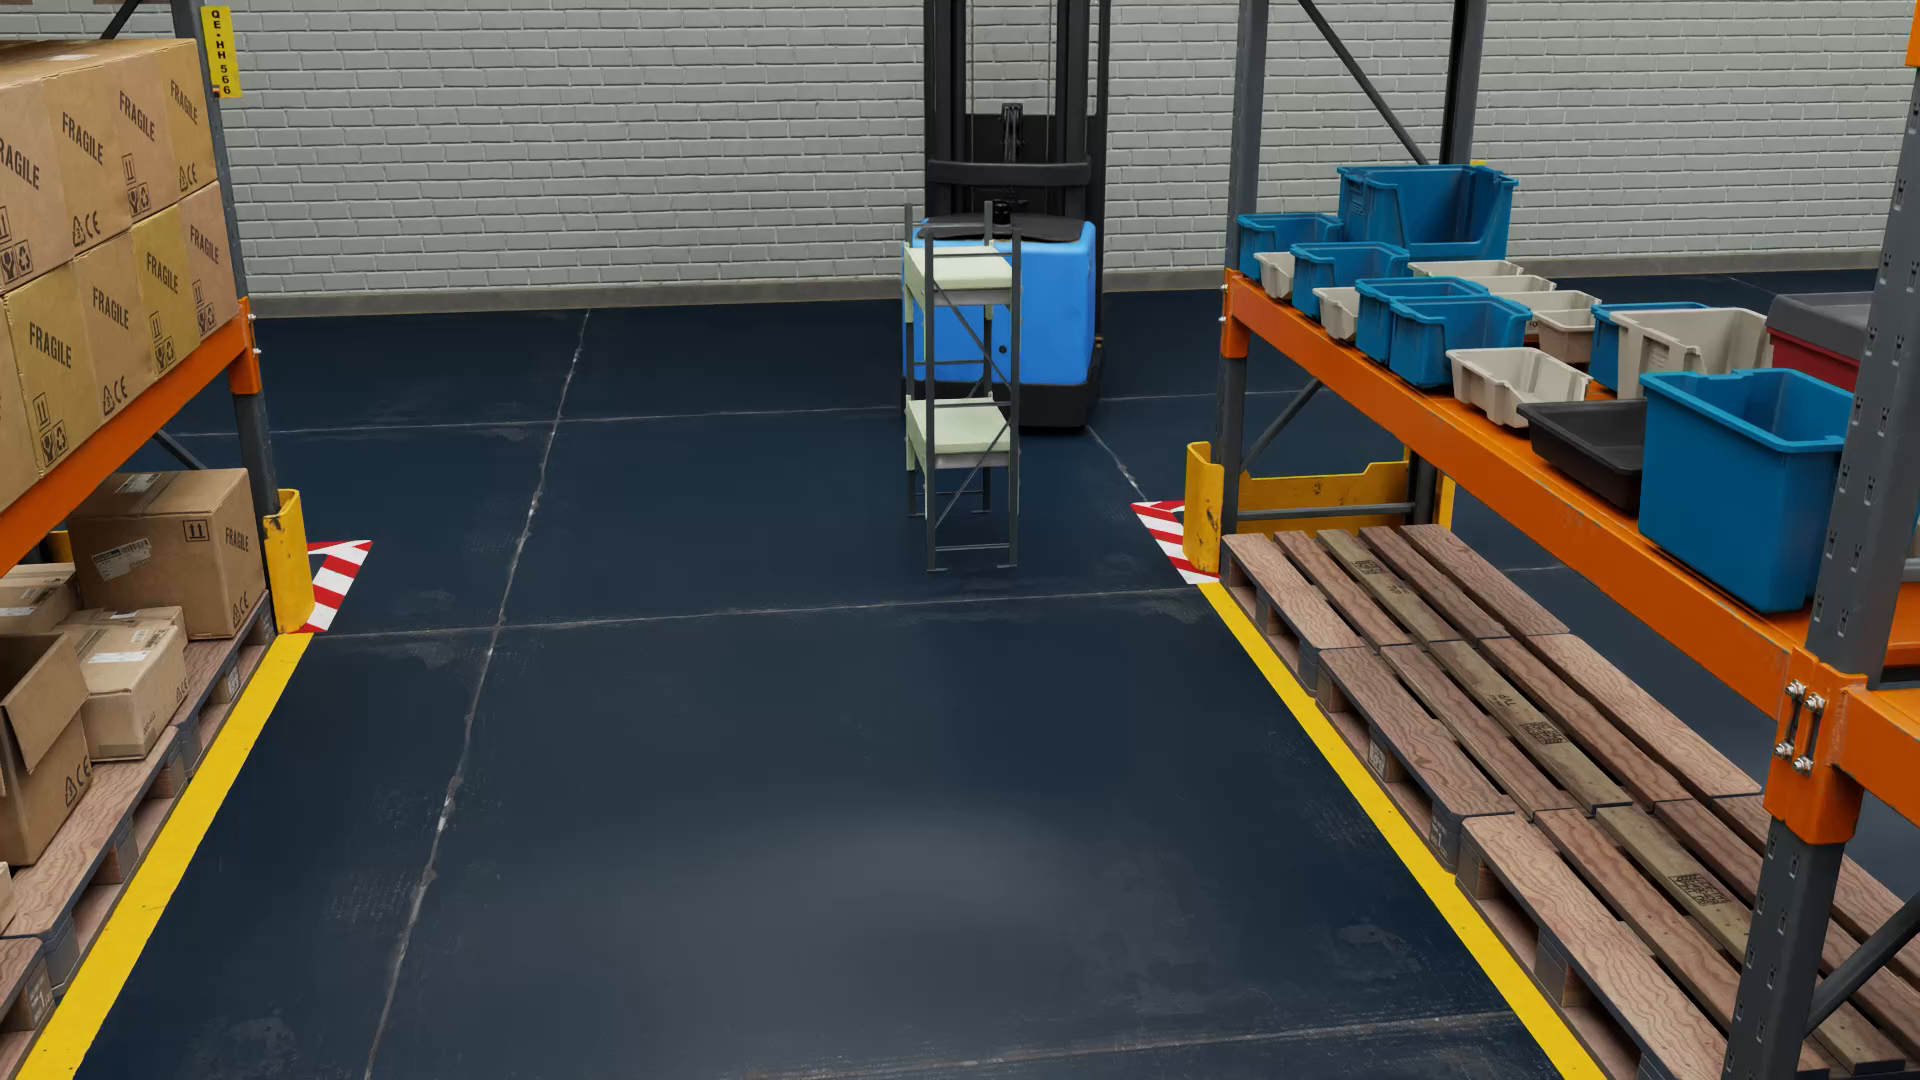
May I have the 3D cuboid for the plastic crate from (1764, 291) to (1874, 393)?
[{"bbox_3d":[2.320,-0.331,4.138,0.402,0.464,0.583,-3,21,-8],"label":"plastic crate"}]

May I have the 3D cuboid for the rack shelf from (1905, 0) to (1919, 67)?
[{"bbox_3d":[1.913,-1.712,4.753,1.077,0.370,4.000,-3,21,-8],"label":"rack shelf"}]

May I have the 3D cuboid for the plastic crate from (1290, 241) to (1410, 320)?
[{"bbox_3d":[1.429,-0.956,6.141,0.416,0.233,0.300,-3,21,-8],"label":"plastic crate"}]

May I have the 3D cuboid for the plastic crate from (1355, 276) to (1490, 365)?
[{"bbox_3d":[1.524,-0.728,5.531,0.416,0.233,0.300,-3,21,-8],"label":"plastic crate"}]

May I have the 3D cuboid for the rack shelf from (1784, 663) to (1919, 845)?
[{"bbox_3d":[2.489,1.078,1.570,1.077,0.370,4.000,-3,21,-8],"label":"rack shelf"}]

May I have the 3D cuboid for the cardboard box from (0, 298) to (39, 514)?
[{"bbox_3d":[-2.652,-0.290,4.063,0.500,0.500,0.500,-3,21,-8],"label":"cardboard box"}]

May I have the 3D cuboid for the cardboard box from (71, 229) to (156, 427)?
[{"bbox_3d":[-2.799,-0.640,5.001,0.500,0.500,0.500,-3,21,-7],"label":"cardboard box"}]

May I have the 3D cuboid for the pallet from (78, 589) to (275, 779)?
[{"bbox_3d":[-3.151,0.521,6.019,1.003,0.211,1.213,-3,21,-8],"label":"pallet"}]

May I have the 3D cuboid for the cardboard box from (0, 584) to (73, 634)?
[{"bbox_3d":[-3.408,0.370,5.739,0.500,0.250,0.500,-3,21,-8],"label":"cardboard box"}]

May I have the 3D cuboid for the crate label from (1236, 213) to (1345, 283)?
[{"bbox_3d":[1.334,-1.184,6.751,0.416,0.233,0.303,-3,21,-8],"label":"crate label"}]

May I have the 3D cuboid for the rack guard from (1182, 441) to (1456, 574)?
[{"bbox_3d":[1.608,-0.173,7.464,1.175,0.500,0.348,-3,21,-8],"label":"rack guard"}]

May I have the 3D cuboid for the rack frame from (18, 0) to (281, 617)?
[{"bbox_3d":[-3.278,-1.087,6.340,1.000,3.000,0.127,-3,21,-8],"label":"rack frame"}]

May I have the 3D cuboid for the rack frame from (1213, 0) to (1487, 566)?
[{"bbox_3d":[1.624,-1.336,7.006,1.000,3.000,0.127,-3,21,-8],"label":"rack frame"}]

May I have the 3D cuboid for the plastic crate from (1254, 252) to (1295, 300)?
[{"bbox_3d":[1.298,-1.023,6.460,0.250,0.136,0.298,-3,21,-8],"label":"plastic crate"}]

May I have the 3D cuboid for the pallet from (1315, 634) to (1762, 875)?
[{"bbox_3d":[1.877,0.679,5.596,1.003,0.211,1.213,-3,21,-8],"label":"pallet"}]

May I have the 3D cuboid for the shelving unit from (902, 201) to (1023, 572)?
[{"bbox_3d":[0.001,-0.700,7.448,0.431,1.500,0.755,-3,21,-8],"label":"shelving unit"}]

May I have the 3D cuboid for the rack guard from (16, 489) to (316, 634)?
[{"bbox_3d":[-3.267,0.110,6.707,1.175,0.500,0.348,-3,21,-8],"label":"rack guard"}]

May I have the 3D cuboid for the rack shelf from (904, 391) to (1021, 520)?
[{"bbox_3d":[0.001,-0.395,7.562,0.431,0.370,0.720,-3,21,-8],"label":"rack shelf"}]

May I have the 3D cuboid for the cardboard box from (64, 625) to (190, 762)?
[{"bbox_3d":[-2.849,0.501,5.389,0.500,0.250,0.500,-3,21,-8],"label":"cardboard box"}]

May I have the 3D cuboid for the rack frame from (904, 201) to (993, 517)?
[{"bbox_3d":[-0.052,-0.827,7.787,0.400,1.500,0.023,-3,21,-8],"label":"rack frame"}]

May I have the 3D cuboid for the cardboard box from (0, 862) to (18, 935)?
[{"bbox_3d":[-2.682,0.963,4.270,0.380,0.166,0.250,-3,21,-8],"label":"cardboard box"}]

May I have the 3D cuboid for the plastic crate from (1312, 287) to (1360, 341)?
[{"bbox_3d":[1.396,-0.788,5.831,0.250,0.136,0.298,-3,21,-8],"label":"plastic crate"}]

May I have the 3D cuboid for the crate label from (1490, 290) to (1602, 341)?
[{"bbox_3d":[2.013,-0.771,5.785,0.396,0.136,0.243,-3,21,-8],"label":"crate label"}]

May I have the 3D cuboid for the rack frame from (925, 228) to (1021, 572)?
[{"bbox_3d":[0.054,-0.574,7.108,0.400,1.500,0.023,-3,21,-8],"label":"rack frame"}]

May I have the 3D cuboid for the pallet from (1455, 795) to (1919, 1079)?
[{"bbox_3d":[2.056,1.103,4.462,1.003,0.211,1.213,-3,21,-8],"label":"pallet"}]

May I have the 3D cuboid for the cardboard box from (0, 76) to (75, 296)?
[{"bbox_3d":[-2.715,-0.930,4.348,0.500,0.500,0.500,-2,21,-6],"label":"cardboard box"}]

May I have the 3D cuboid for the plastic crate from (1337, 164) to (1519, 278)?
[{"bbox_3d":[1.857,-1.274,6.704,0.616,0.435,0.499,-3,21,-8],"label":"plastic crate"}]

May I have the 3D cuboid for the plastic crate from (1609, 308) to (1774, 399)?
[{"bbox_3d":[2.163,-0.462,4.749,0.437,0.282,0.530,-3,21,-8],"label":"plastic crate"}]

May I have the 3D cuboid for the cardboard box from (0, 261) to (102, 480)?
[{"bbox_3d":[-2.727,-0.466,4.534,0.500,0.500,0.500,-3,21,-9],"label":"cardboard box"}]

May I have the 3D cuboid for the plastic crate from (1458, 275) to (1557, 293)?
[{"bbox_3d":[1.948,-0.866,6.039,0.396,0.136,0.243,-3,21,-8],"label":"plastic crate"}]

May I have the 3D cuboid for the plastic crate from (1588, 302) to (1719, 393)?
[{"bbox_3d":[2.174,-0.588,5.156,0.416,0.233,0.300,-3,21,-8],"label":"plastic crate"}]

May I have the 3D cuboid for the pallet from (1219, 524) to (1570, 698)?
[{"bbox_3d":[1.705,0.258,6.724,1.003,0.211,1.213,-3,21,-8],"label":"pallet"}]

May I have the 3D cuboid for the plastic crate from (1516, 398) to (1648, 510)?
[{"bbox_3d":[1.774,-0.224,4.337,0.437,0.125,0.590,-3,21,-8],"label":"plastic crate"}]

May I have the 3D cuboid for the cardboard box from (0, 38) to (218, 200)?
[{"bbox_3d":[-2.942,-1.462,5.773,0.500,0.500,0.500,-3,21,-8],"label":"cardboard box"}]

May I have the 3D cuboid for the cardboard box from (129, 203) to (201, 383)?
[{"bbox_3d":[-2.866,-0.813,5.464,0.500,0.500,0.500,-3,21,-7],"label":"cardboard box"}]

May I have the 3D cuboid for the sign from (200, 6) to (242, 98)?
[{"bbox_3d":[-2.726,-1.799,6.139,0.100,0.325,0.005,-3,21,-8],"label":"sign"}]

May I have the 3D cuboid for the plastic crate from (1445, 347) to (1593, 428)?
[{"bbox_3d":[1.652,-0.443,4.907,0.293,0.136,0.466,-3,21,-8],"label":"plastic crate"}]

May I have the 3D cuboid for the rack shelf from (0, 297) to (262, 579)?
[{"bbox_3d":[-2.990,-0.058,4.612,1.077,0.370,4.000,-3,21,-8],"label":"rack shelf"}]

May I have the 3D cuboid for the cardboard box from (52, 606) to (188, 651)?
[{"bbox_3d":[-2.986,0.354,5.901,0.380,0.166,0.250,-3,21,-8],"label":"cardboard box"}]

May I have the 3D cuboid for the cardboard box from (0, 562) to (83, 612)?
[{"bbox_3d":[-3.558,0.204,6.328,0.380,0.149,0.250,-3,21,-8],"label":"cardboard box"}]

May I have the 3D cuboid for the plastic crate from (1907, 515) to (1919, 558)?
[{"bbox_3d":[2.275,-0.024,3.784,0.396,0.136,0.243,-3,21,-8],"label":"plastic crate"}]

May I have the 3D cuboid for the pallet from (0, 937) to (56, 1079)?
[{"bbox_3d":[-2.799,1.366,3.757,1.003,0.211,1.213,-3,21,-8],"label":"pallet"}]

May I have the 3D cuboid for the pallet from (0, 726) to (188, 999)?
[{"bbox_3d":[-2.978,0.943,4.891,1.003,0.211,1.213,-3,21,-8],"label":"pallet"}]

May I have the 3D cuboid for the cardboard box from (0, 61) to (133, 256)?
[{"bbox_3d":[-2.789,-1.108,4.824,0.500,0.500,0.500,-2,21,-6],"label":"cardboard box"}]

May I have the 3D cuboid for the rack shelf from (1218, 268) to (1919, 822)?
[{"bbox_3d":[1.913,-0.306,5.278,1.077,0.370,4.000,-3,21,-8],"label":"rack shelf"}]

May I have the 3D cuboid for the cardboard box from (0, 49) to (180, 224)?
[{"bbox_3d":[-2.868,-1.288,5.304,0.500,0.500,0.500,-2,21,-6],"label":"cardboard box"}]

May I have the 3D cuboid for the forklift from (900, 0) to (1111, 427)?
[{"bbox_3d":[0.361,-2.470,10.140,1.130,2.935,3.031,2,21,7],"label":"forklift"}]

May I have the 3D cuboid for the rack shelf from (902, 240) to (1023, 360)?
[{"bbox_3d":[0.001,-1.066,7.311,0.431,0.370,0.720,-3,21,-8],"label":"rack shelf"}]

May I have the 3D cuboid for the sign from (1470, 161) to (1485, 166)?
[{"bbox_3d":[2.166,-1.446,7.067,0.100,0.325,0.005,-3,21,-8],"label":"sign"}]

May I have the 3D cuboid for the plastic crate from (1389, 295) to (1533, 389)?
[{"bbox_3d":[1.567,-0.624,5.253,0.416,0.233,0.300,-3,21,-8],"label":"plastic crate"}]

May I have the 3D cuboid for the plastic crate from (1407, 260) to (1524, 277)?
[{"bbox_3d":[1.921,-0.967,6.310,0.396,0.136,0.243,-3,21,-8],"label":"plastic crate"}]

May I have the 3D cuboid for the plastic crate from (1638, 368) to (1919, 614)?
[{"bbox_3d":[1.796,-0.116,3.677,0.392,0.384,0.575,-3,21,-8],"label":"plastic crate"}]

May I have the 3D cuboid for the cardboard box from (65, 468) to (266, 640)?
[{"bbox_3d":[-2.956,0.053,6.230,0.500,0.500,0.500,-3,21,-8],"label":"cardboard box"}]

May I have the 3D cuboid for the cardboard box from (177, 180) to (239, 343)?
[{"bbox_3d":[-2.944,-0.993,5.945,0.500,0.500,0.500,-2,21,-6],"label":"cardboard box"}]

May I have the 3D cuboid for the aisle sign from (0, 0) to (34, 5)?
[{"bbox_3d":[-3.578,-2.314,5.909,0.394,0.787,0.004,-3,21,-8],"label":"aisle sign"}]

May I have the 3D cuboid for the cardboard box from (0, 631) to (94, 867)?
[{"bbox_3d":[-2.977,0.611,4.733,0.797,0.503,0.637,-3,21,-8],"label":"cardboard box"}]

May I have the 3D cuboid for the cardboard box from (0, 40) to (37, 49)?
[{"bbox_3d":[-3.475,-1.436,5.701,0.500,0.500,0.500,-2,21,-6],"label":"cardboard box"}]

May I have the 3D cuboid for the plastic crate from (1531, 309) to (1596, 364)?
[{"bbox_3d":[2.074,-0.669,5.513,0.298,0.136,0.250,-3,21,-8],"label":"plastic crate"}]

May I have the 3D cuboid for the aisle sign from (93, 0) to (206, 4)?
[{"bbox_3d":[-2.985,-2.344,5.990,0.394,0.787,0.004,-3,21,-8],"label":"aisle sign"}]
